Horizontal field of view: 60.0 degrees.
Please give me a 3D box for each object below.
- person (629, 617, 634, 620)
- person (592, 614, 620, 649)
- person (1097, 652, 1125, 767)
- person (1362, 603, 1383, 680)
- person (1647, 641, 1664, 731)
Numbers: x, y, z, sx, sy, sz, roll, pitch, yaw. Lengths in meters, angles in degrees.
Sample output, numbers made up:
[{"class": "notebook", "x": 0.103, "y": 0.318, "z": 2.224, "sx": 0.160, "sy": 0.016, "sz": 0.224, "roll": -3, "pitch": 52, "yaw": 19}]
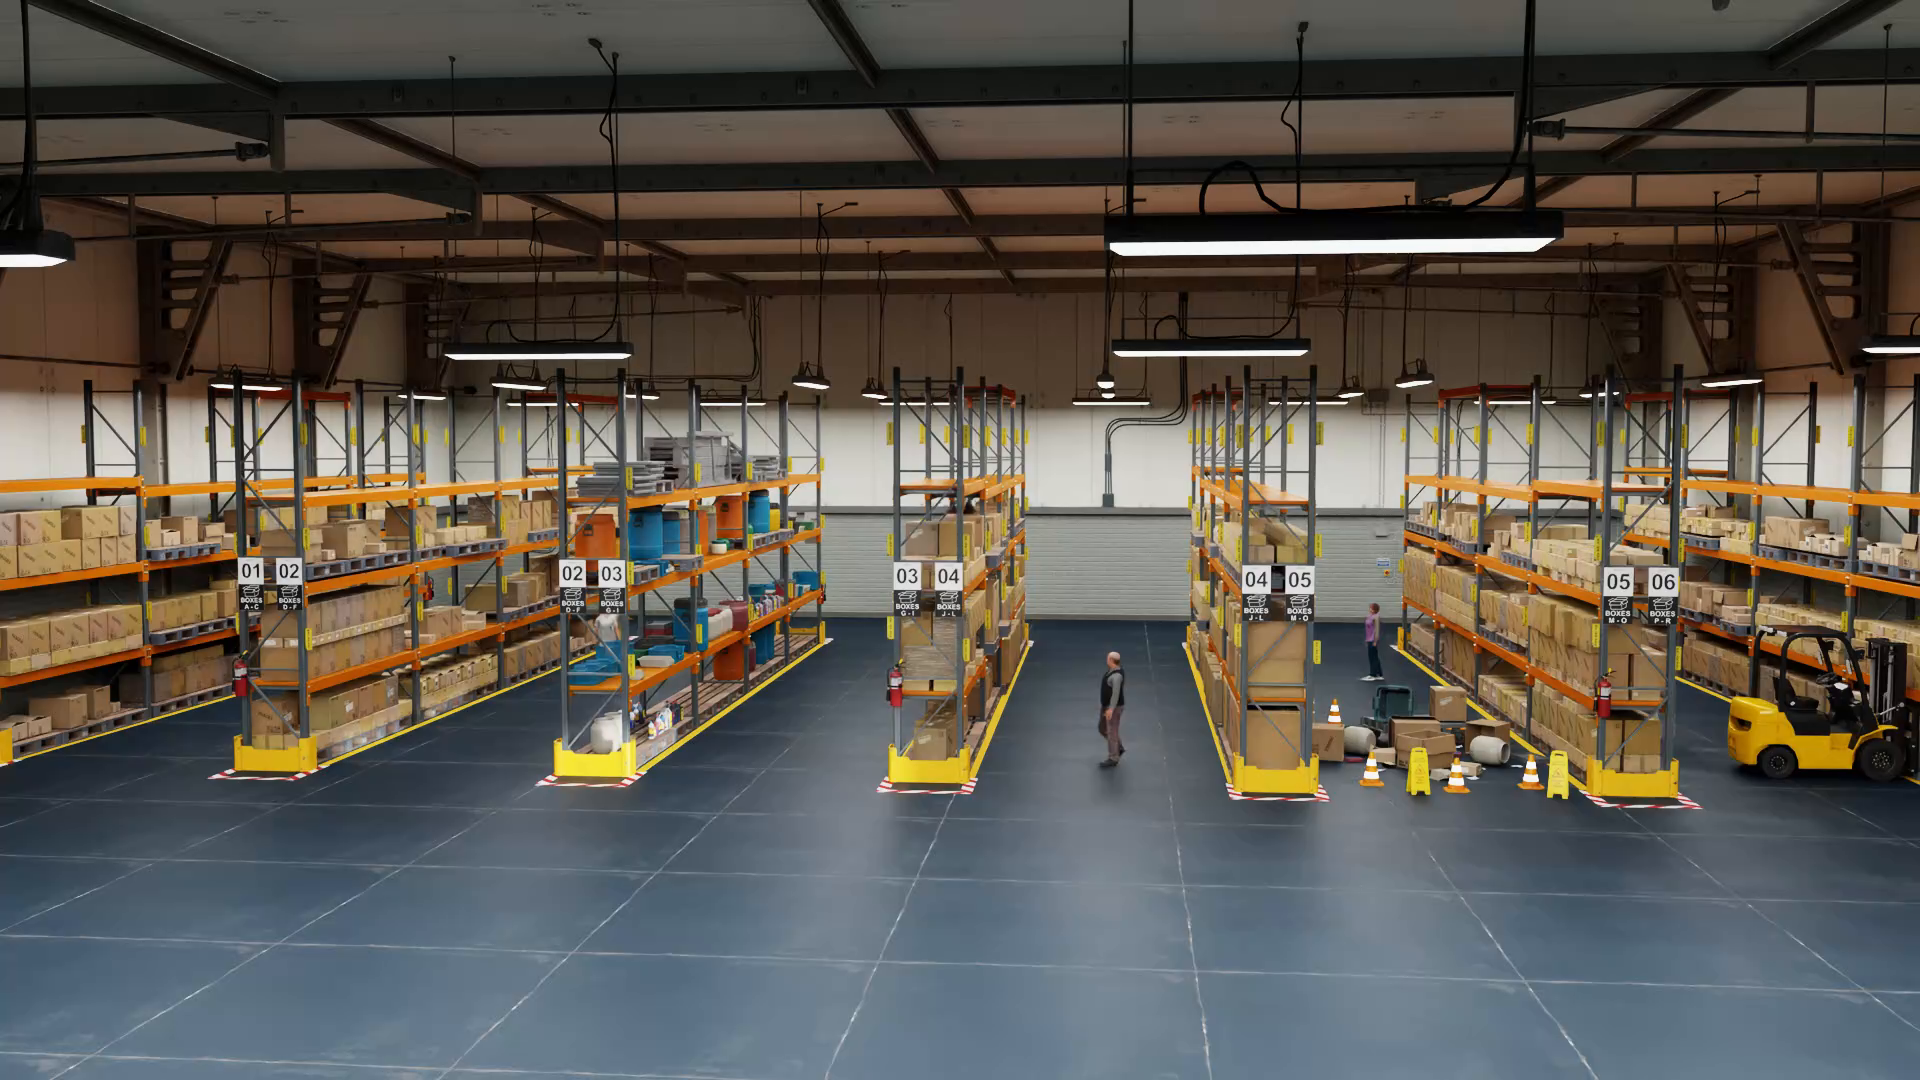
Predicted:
[{"class": "person", "x": -9.287, "y": 1.315, "z": 45.122, "sx": 0.874, "sy": 1.760, "sz": 0.573, "roll": 2, "pitch": 4, "yaw": 24}, {"class": "person", "x": -7.214, "y": 2.082, "z": 33.999, "sx": 0.618, "sy": 1.621, "sz": 1.064, "roll": 0, "pitch": 4, "yaw": 1}, {"class": "person", "x": 2.321, "y": 2.557, "z": 25.386, "sx": 0.479, "sy": 1.723, "sz": 0.626, "roll": 0, "pitch": 4, "yaw": -7}, {"class": "person", "x": 8.498, "y": 2.089, "z": 34.195, "sx": 0.392, "sy": 1.595, "sz": 0.455, "roll": 1, "pitch": 4, "yaw": 20}, {"class": "person", "x": 11.577, "y": 2.463, "z": 27.874, "sx": 0.503, "sy": 1.557, "sz": 0.894, "roll": 0, "pitch": 4, "yaw": -2}]
